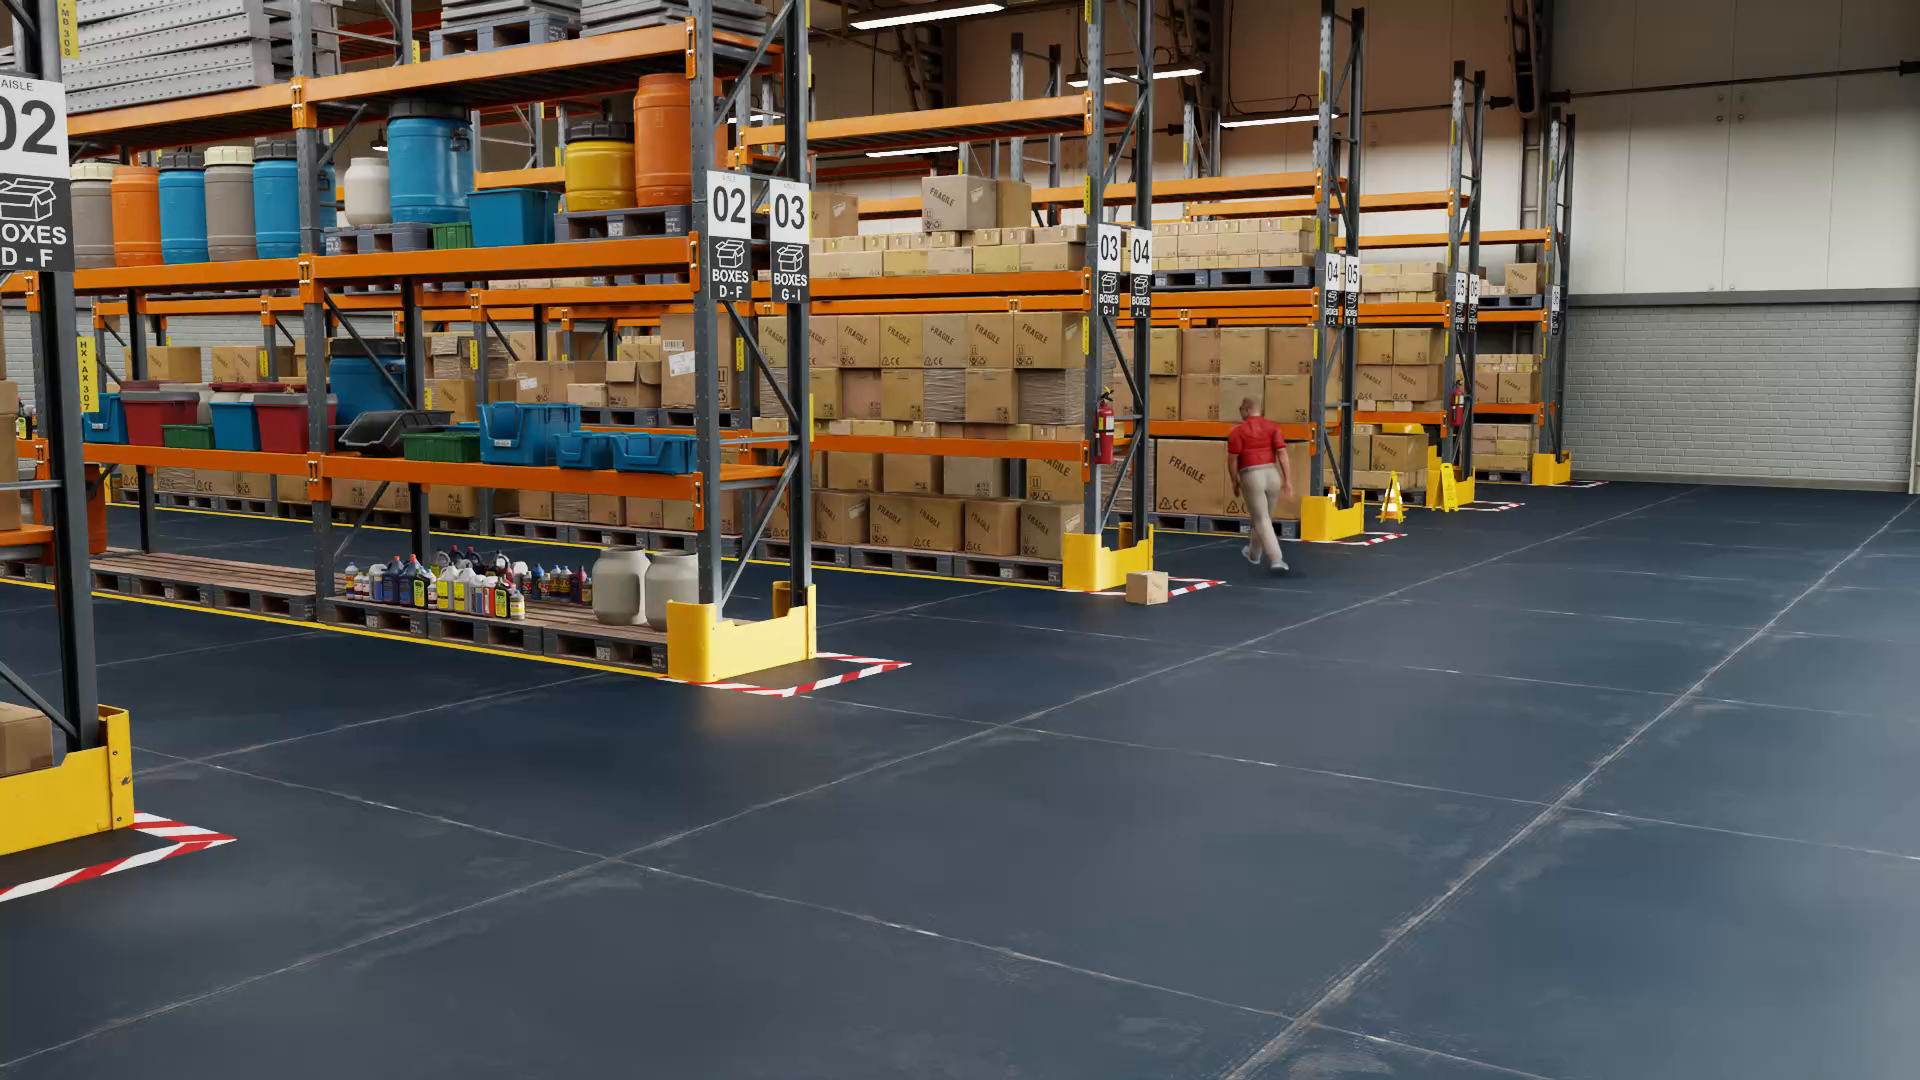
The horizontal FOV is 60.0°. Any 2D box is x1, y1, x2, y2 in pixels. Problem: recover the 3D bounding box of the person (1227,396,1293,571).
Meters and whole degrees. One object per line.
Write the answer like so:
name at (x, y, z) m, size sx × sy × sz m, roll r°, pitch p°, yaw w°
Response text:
person at (2.826, -0.558, 16.010) m, size 0.563 × 1.657 × 1.018 m, roll -2°, pitch 6°, yaw -15°
